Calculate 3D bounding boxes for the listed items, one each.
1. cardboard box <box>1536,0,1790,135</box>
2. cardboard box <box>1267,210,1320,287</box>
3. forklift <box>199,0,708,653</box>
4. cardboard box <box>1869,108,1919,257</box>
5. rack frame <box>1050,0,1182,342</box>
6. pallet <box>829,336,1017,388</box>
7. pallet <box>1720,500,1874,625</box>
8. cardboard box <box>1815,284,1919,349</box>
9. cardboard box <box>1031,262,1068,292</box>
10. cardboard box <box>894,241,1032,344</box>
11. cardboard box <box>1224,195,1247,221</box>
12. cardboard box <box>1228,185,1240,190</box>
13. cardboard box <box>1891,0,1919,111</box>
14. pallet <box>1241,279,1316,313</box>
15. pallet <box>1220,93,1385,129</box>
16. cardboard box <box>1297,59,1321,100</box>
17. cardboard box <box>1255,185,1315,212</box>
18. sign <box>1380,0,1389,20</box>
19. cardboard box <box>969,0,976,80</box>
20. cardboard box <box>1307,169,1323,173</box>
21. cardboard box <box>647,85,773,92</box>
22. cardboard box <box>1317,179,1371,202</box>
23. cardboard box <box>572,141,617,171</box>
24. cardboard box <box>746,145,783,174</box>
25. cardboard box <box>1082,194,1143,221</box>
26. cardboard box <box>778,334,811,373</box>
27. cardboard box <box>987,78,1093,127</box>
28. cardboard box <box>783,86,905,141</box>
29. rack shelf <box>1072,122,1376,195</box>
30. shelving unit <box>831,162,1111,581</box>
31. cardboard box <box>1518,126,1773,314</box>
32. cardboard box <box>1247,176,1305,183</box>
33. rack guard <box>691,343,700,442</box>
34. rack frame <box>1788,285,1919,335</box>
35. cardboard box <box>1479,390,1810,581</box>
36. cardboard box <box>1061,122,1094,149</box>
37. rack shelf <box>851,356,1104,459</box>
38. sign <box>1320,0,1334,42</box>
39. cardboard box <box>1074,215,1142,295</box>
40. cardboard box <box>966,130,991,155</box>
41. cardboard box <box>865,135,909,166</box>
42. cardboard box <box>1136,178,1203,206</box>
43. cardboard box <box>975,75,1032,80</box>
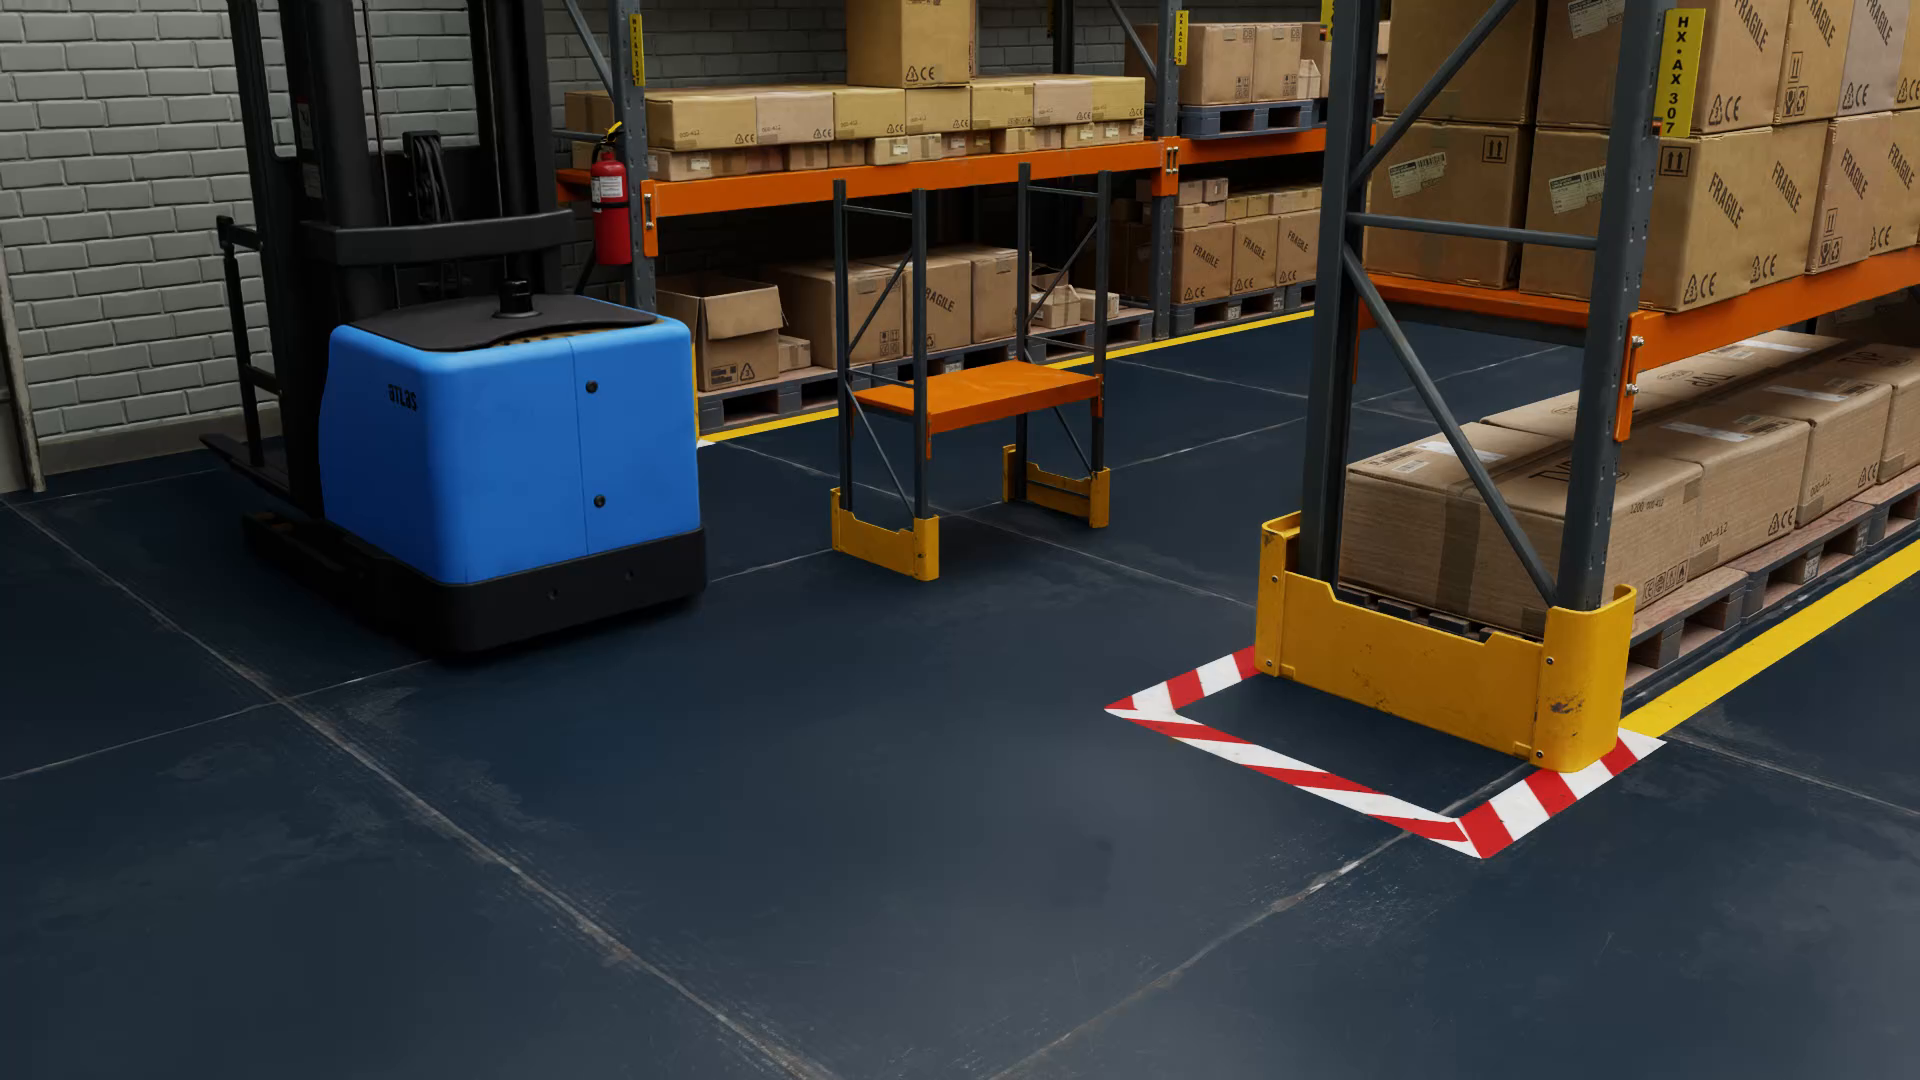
[{"bbox_3d":[2.061,-1.468,4.865,0.500,0.500,0.500,-17,25,-42],"label":"cardboard box"},{"bbox_3d":[2.262,-2.149,12.120,0.500,0.500,0.500,17,25,42],"label":"cardboard box"},{"bbox_3d":[-2.297,-1.389,6.517,1.130,2.935,3.031,-15,23,-39],"label":"forklift"},{"bbox_3d":[3.145,-1.319,6.027,0.500,0.500,0.500,-15,23,-39],"label":"cardboard box"},{"bbox_3d":[1.010,-2.866,10.961,0.127,3.000,1.000,-16,24,-41],"label":"rack frame"},{"bbox_3d":[-0.377,-1.134,10.141,1.213,0.211,1.003,-16,24,-41],"label":"pallet"},{"bbox_3d":[2.930,-0.025,6.718,1.213,0.211,1.003,-16,24,-41],"label":"pallet"},{"bbox_3d":[4.818,-1.093,8.256,0.875,0.875,0.875,-15,23,-39],"label":"cardboard box"},{"bbox_3d":[0.367,-1.700,11.042,0.500,0.311,0.500,-15,23,-39],"label":"cardboard box"},{"bbox_3d":[0.015,-1.530,10.212,0.700,0.500,0.500,17,24,42],"label":"cardboard box"},{"bbox_3d":[1.780,-2.335,11.642,0.380,0.149,0.250,16,24,41],"label":"cardboard box"},{"bbox_3d":[1.842,-2.545,12.290,0.250,0.149,0.380,-15,23,-39],"label":"cardboard box"},{"bbox_3d":[3.162,-1.796,5.876,0.500,0.500,0.500,-16,24,-41],"label":"cardboard box"},{"bbox_3d":[2.462,-1.980,12.750,1.213,0.211,1.003,-16,24,-41],"label":"pallet"},{"bbox_3d":[2.506,-3.209,12.330,1.213,0.211,1.003,-16,24,-41],"label":"pallet"},{"bbox_3d":[2.283,-3.210,11.559,0.258,0.266,0.396,-15,23,-38],"label":"cardboard box"},{"bbox_3d":[2.359,-2.492,12.129,0.250,0.149,0.380,-15,23,-39],"label":"cardboard box"},{"bbox_3d":[3.533,-4.388,13.778,0.005,0.325,0.100,-16,24,-41],"label":"sign"},{"bbox_3d":[-0.255,-3.037,10.033,0.500,0.500,0.500,-17,25,-42],"label":"cardboard box"},{"bbox_3d":[2.986,-2.871,13.297,0.250,0.149,0.380,-16,24,-40],"label":"cardboard box"},{"bbox_3d":[-1.369,-2.355,9.144,0.500,0.250,0.500,-16,24,-41],"label":"cardboard box"},{"bbox_3d":[2.929,-2.662,12.652,0.250,0.149,0.380,-17,24,-42],"label":"cardboard box"},{"bbox_3d":[-1.840,-2.029,8.787,0.250,0.149,0.380,-17,24,-41],"label":"cardboard box"},{"bbox_3d":[-1.149,-2.035,8.804,0.250,0.149,0.380,-17,24,-42],"label":"cardboard box"},{"bbox_3d":[1.079,-2.328,11.621,0.380,0.149,0.250,17,24,42],"label":"cardboard box"},{"bbox_3d":[-1.052,-1.052,9.306,0.380,0.149,0.250,17,24,42],"label":"cardboard box"},{"bbox_3d":[0.454,-2.664,10.099,0.500,0.250,0.500,-16,24,-41],"label":"cardboard box"},{"bbox_3d":[-0.650,-2.339,9.097,0.500,0.250,0.500,-17,24,-42],"label":"cardboard box"},{"bbox_3d":[2.463,-2.948,12.379,4.000,0.370,1.077,-16,24,-41],"label":"rack shelf"},{"bbox_3d":[0.055,-0.730,6.803,1.083,1.500,0.587,-16,24,-41],"label":"shelving unit"},{"bbox_3d":[2.062,-0.992,5.018,0.500,0.500,0.500,-17,24,-41],"label":"cardboard box"},{"bbox_3d":[2.420,-2.706,12.788,0.250,0.149,0.380,-16,24,-40],"label":"cardboard box"},{"bbox_3d":[-1.841,-0.845,8.782,0.348,0.500,1.175,-16,24,-41],"label":"rack guard"},{"bbox_3d":[4.423,-1.754,7.532,0.127,3.000,1.000,-16,24,-41],"label":"rack frame"},{"bbox_3d":[2.586,-0.246,6.353,0.875,0.438,0.875,-15,24,-39],"label":"cardboard box"},{"bbox_3d":[0.605,-2.502,10.245,0.250,0.149,0.380,-15,24,-39],"label":"cardboard box"},{"bbox_3d":[0.062,-0.560,6.865,1.000,0.185,0.538,-16,24,-41],"label":"rack shelf"},{"bbox_3d":[1.154,-1.695,5.087,0.005,0.325,0.100,-16,24,-41],"label":"sign"},{"bbox_3d":[1.163,-2.047,11.807,0.500,0.500,0.500,-16,24,-41],"label":"cardboard box"},{"bbox_3d":[-0.035,-2.362,9.814,0.250,0.149,0.380,-16,24,-40],"label":"cardboard box"},{"bbox_3d":[-0.499,-2.169,9.218,0.380,0.149,0.250,17,25,42],"label":"cardboard box"},{"bbox_3d":[1.412,-2.357,11.228,0.250,0.149,0.380,-17,24,-42],"label":"cardboard box"},{"bbox_3d":[0.105,-2.784,10.468,0.500,0.250,0.500,-17,24,-41],"label":"cardboard box"}]
